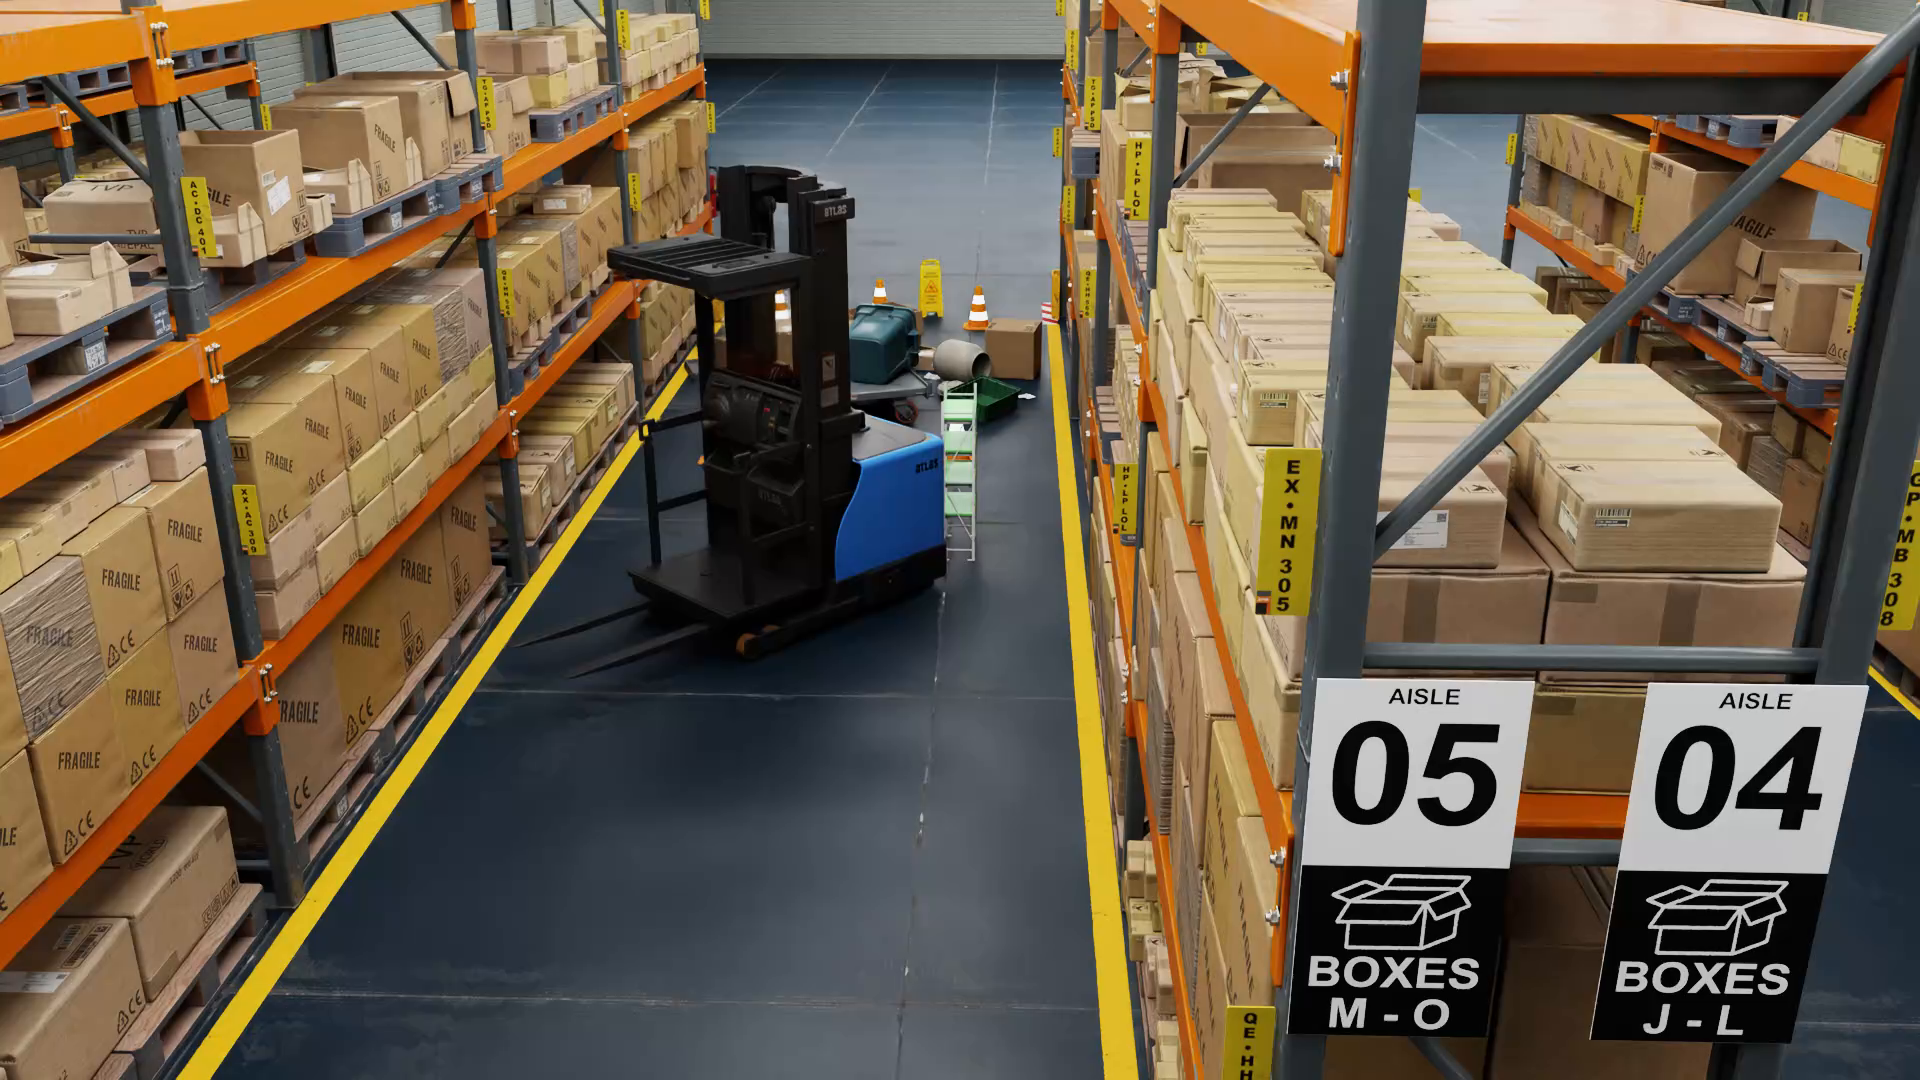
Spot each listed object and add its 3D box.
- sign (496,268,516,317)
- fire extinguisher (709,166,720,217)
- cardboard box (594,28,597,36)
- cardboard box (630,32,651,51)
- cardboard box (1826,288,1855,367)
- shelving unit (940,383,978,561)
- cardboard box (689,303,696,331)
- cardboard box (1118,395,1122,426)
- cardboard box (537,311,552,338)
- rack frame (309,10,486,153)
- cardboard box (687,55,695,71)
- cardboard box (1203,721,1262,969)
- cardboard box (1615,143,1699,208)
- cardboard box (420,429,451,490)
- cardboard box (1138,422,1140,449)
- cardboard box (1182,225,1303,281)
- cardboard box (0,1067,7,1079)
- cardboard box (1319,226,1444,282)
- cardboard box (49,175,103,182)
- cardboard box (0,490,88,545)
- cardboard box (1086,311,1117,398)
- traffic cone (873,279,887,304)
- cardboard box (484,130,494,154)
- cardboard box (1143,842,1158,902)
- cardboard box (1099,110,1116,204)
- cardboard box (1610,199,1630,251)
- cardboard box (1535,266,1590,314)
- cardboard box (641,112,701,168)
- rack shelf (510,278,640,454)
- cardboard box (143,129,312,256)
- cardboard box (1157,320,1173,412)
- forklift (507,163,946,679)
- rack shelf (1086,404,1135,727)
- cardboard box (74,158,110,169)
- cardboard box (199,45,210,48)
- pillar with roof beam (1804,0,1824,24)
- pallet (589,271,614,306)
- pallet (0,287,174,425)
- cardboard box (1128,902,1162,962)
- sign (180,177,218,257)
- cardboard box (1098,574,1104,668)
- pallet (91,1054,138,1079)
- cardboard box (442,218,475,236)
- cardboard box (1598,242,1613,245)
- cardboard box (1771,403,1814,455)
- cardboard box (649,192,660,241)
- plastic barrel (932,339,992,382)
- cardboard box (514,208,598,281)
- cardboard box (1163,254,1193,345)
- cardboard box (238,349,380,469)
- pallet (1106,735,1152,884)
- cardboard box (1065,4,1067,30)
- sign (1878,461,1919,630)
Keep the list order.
[{"bbox_3d":[-2.999,-1.633,10.990,0.100,0.325,0.005,1,21,2],"label":"sign"},{"bbox_3d":[-2.846,-3.991,18.774,0.296,0.674,0.183,1,21,2],"label":"fire extinguisher"},{"bbox_3d":[-3.668,-4.784,15.811,0.380,0.149,0.250,1,21,2],"label":"cardboard box"},{"bbox_3d":[-3.066,-4.592,15.315,0.380,0.149,0.250,0,21,1],"label":"cardboard box"},{"bbox_3d":[6.328,-1.427,11.341,0.500,0.500,0.500,-2,21,-5],"label":"cardboard box"},{"bbox_3d":[-0.005,-0.500,12.158,0.258,1.200,0.503,1,21,2],"label":"shelving unit"},{"bbox_3d":[-3.090,-2.422,17.845,0.500,0.250,0.500,1,21,2],"label":"cardboard box"},{"bbox_3d":[1.166,-0.805,10.223,0.380,0.149,0.250,2,21,4],"label":"cardboard box"},{"bbox_3d":[-3.232,-1.592,12.251,0.380,0.149,0.250,1,21,2],"label":"cardboard box"},{"bbox_3d":[-3.554,-3.895,10.127,1.000,3.000,0.127,1,21,2],"label":"rack frame"},{"bbox_3d":[-3.016,-5.049,17.596,0.380,0.149,0.250,1,21,2],"label":"cardboard box"},{"bbox_3d":[0.934,0.810,4.364,0.500,0.500,0.500,0,21,0],"label":"cardboard box"},{"bbox_3d":[6.212,-3.252,14.833,0.500,0.500,0.500,1,21,2],"label":"cardboard box"},{"bbox_3d":[-3.341,-0.476,9.815,0.500,0.250,0.500,0,21,1],"label":"cardboard box"},{"bbox_3d":[1.128,-0.511,8.645,0.380,0.149,0.250,0,21,0],"label":"cardboard box"},{"bbox_3d":[0.978,-0.996,5.767,0.380,0.149,0.250,0,21,0],"label":"cardboard box"},{"bbox_3d":[-3.857,2.223,5.616,0.875,0.438,0.875,1,21,3],"label":"cardboard box"},{"bbox_3d":[1.450,-0.987,5.744,0.380,0.149,0.250,1,21,4],"label":"cardboard box"},{"bbox_3d":[-8.187,-3.293,15.423,0.380,0.149,0.250,1,21,2],"label":"cardboard box"},{"bbox_3d":[-3.490,-0.076,6.161,0.380,0.149,0.250,0,21,1],"label":"cardboard box"},{"bbox_3d":[1.142,-1.292,11.575,0.500,0.500,0.500,1,21,2],"label":"cardboard box"},{"bbox_3d":[-0.914,-2.749,18.974,0.336,0.463,0.334,1,21,2],"label":"traffic cone"},{"bbox_3d":[-3.366,-2.638,11.220,0.396,0.266,0.258,1,21,2],"label":"cardboard box"},{"bbox_3d":[0.990,1.443,7.200,0.380,0.149,0.250,2,21,4],"label":"cardboard box"},{"bbox_3d":[1.114,-2.322,10.081,0.500,0.500,0.500,1,21,2],"label":"cardboard box"},{"bbox_3d":[6.599,-2.963,15.469,0.875,0.500,0.500,1,21,2],"label":"cardboard box"},{"bbox_3d":[6.559,-2.686,18.181,0.500,0.500,0.500,5,22,12],"label":"cardboard box"},{"bbox_3d":[-3.043,-4.086,16.982,0.700,0.500,0.500,0,21,1],"label":"cardboard box"},{"bbox_3d":[-3.493,-1.486,13.206,1.077,0.370,4.000,1,21,2],"label":"rack shelf"},{"bbox_3d":[-3.359,-1.608,7.661,0.500,0.500,0.500,0,21,1],"label":"cardboard box"},{"bbox_3d":[0.991,-0.617,6.032,0.500,0.250,0.500,0,21,1],"label":"cardboard box"},{"bbox_3d":[-1.492,-0.815,10.579,1.130,2.935,3.031,20,29,41],"label":"forklift"},{"bbox_3d":[1.336,-0.022,9.432,1.077,0.370,4.000,1,21,2],"label":"rack shelf"},{"bbox_3d":[-8.615,-3.667,16.386,0.380,0.149,0.250,0,21,1],"label":"cardboard box"},{"bbox_3d":[-8.001,-5.227,17.175,0.396,0.266,0.258,1,21,2],"label":"cardboard box"},{"bbox_3d":[18.901,-17.147,44.280,9.100,9.000,0.400,1,21,2],"label":"pillar with roof beam"},{"bbox_3d":[-3.601,-2.180,14.266,1.003,0.211,1.213,1,21,2],"label":"pallet"},{"bbox_3d":[-3.711,-0.713,6.196,1.003,0.211,1.213,1,21,2],"label":"pallet"},{"bbox_3d":[0.935,1.724,7.300,0.380,0.149,0.250,1,21,3],"label":"cardboard box"},{"bbox_3d":[-3.121,-1.323,6.820,0.100,0.325,0.005,1,21,2],"label":"sign"},{"bbox_3d":[1.098,0.510,9.943,0.500,0.500,0.500,0,21,0],"label":"cardboard box"},{"bbox_3d":[-3.811,2.365,6.143,1.003,0.211,1.213,1,21,2],"label":"pallet"},{"bbox_3d":[-3.786,-2.376,12.479,0.380,0.149,0.250,0,21,-1],"label":"cardboard box"},{"bbox_3d":[6.306,-2.760,15.842,0.380,0.149,0.250,1,21,2],"label":"cardboard box"},{"bbox_3d":[6.348,-0.813,12.288,0.500,0.250,0.500,3,21,8],"label":"cardboard box"},{"bbox_3d":[-3.148,-3.067,15.738,0.500,0.500,0.500,1,21,1],"label":"cardboard box"},{"bbox_3d":[0.020,-1.752,16.460,0.512,0.421,0.421,18,27,38],"label":"plastic barrel"},{"bbox_3d":[-3.252,-2.390,13.412,0.500,0.500,0.500,1,21,3],"label":"cardboard box"},{"bbox_3d":[1.001,-0.844,5.926,0.500,0.250,0.500,1,21,1],"label":"cardboard box"},{"bbox_3d":[-3.369,-0.686,8.630,0.500,0.500,0.500,0,21,0],"label":"cardboard box"},{"bbox_3d":[1.298,1.385,8.668,1.003,0.211,1.213,1,21,2],"label":"pallet"},{"bbox_3d":[1.369,-5.510,17.515,0.500,0.250,0.500,1,21,2],"label":"cardboard box"},{"bbox_3d":[1.696,0.012,2.995,0.100,0.325,0.005,1,21,2],"label":"sign"}]
